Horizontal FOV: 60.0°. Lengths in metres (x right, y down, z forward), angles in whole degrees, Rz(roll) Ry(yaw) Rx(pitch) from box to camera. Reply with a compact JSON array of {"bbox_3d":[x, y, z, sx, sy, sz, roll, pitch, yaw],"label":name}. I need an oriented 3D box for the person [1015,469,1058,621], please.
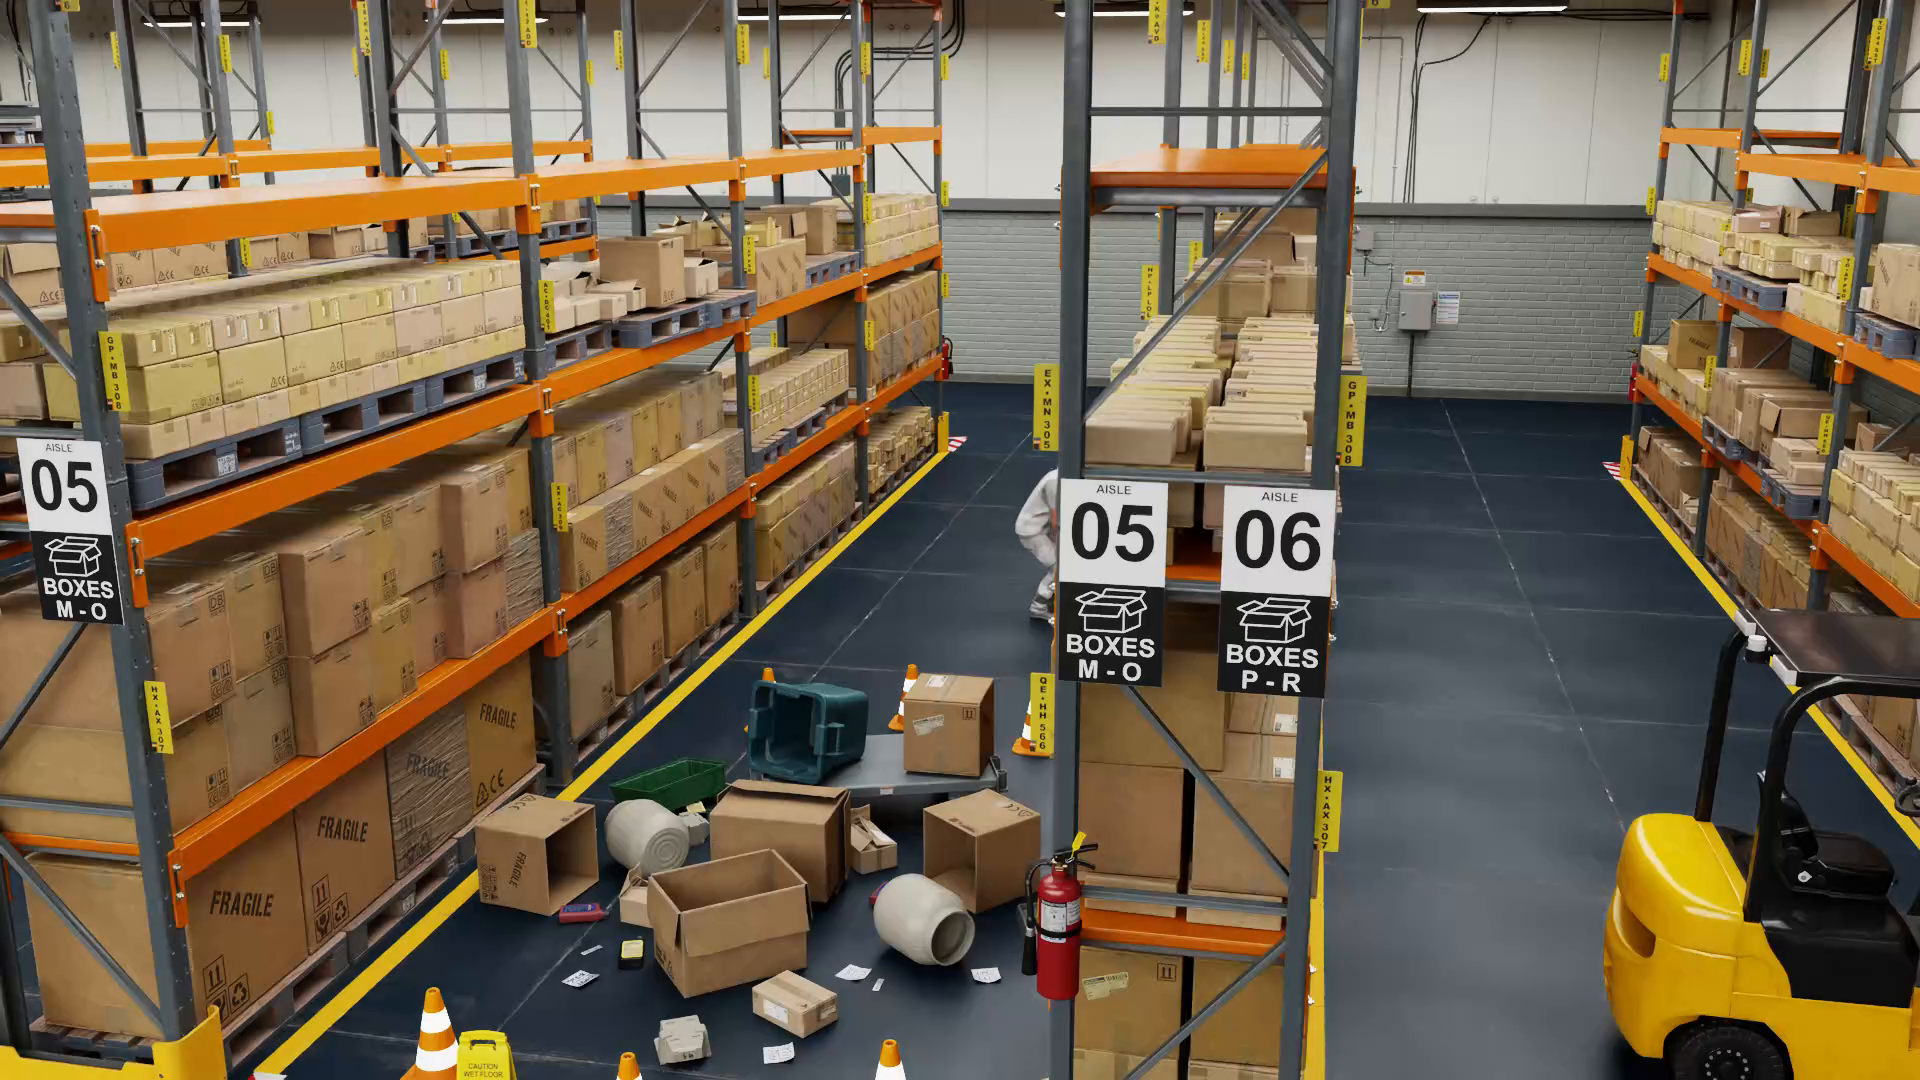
[{"bbox_3d":[0.859,-0.055,15.197,0.690,1.528,0.579,3,15,12],"label":"person"}]
